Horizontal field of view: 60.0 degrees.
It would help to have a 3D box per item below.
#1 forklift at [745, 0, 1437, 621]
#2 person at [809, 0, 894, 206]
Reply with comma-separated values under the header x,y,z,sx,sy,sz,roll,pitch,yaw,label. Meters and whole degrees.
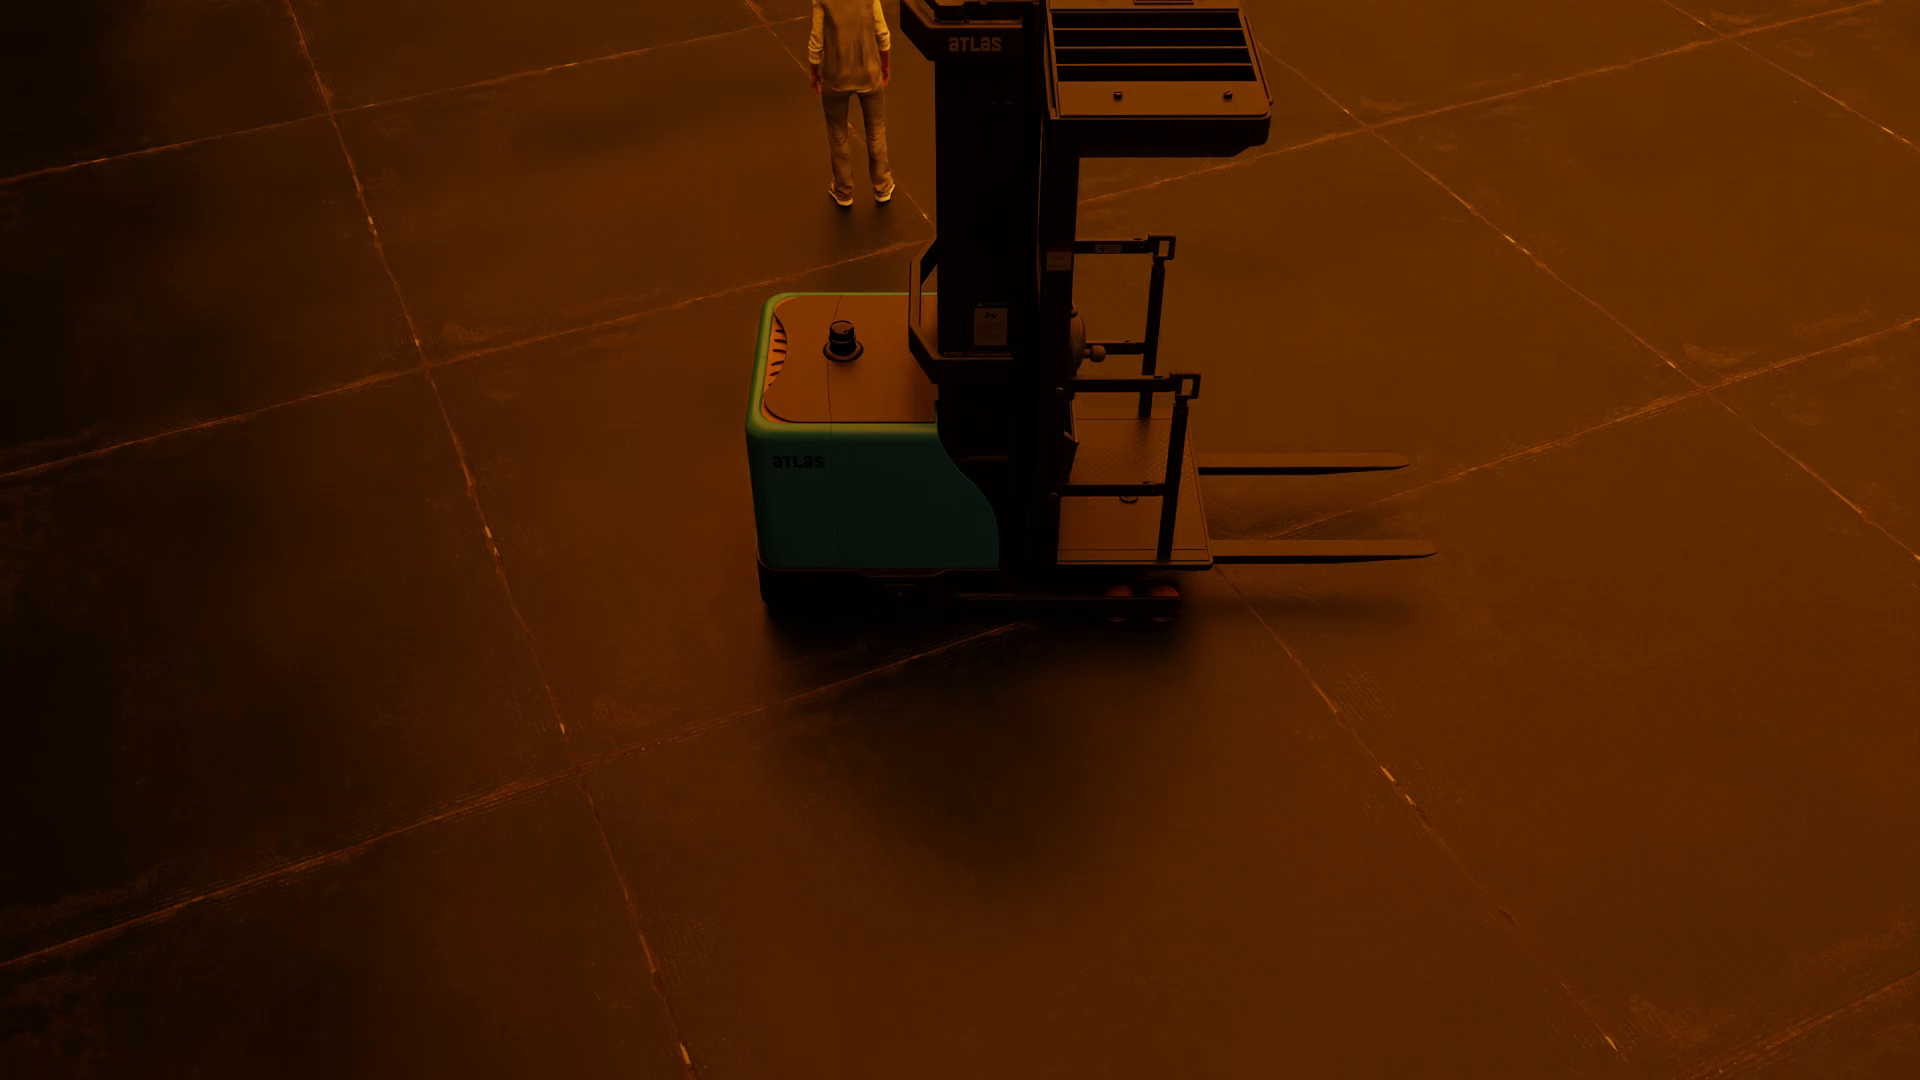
x,y,z,sx,sy,sz,roll,pitch,yaw,label
0.619,-1.073,6.830,3.031,2.935,1.130,0,43,0,forklift
-0.620,-2.652,9.504,0.476,1.592,0.348,-8,44,-8,person
